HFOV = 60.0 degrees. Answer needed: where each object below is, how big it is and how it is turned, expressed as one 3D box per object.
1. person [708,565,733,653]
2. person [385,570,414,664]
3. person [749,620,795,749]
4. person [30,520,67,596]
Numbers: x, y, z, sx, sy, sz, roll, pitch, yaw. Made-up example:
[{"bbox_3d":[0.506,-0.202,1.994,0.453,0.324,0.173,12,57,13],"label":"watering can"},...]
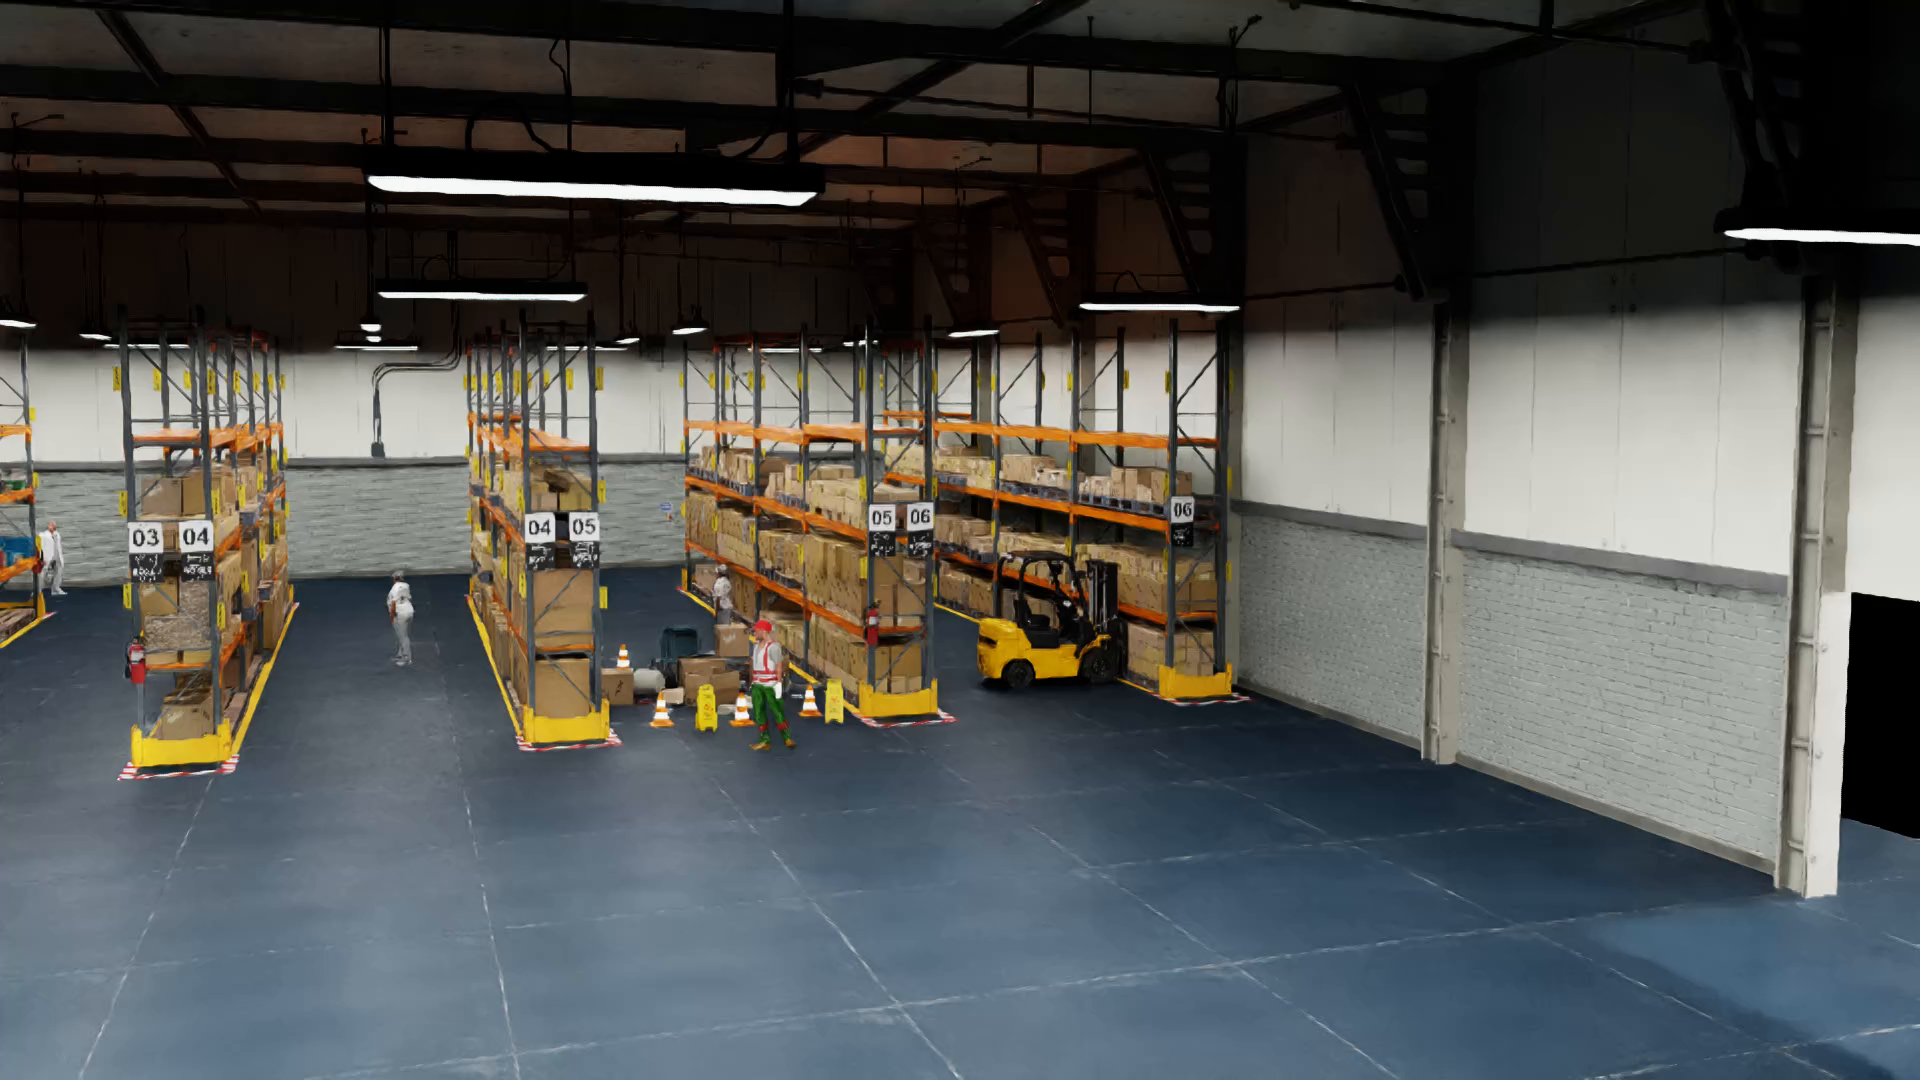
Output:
[{"bbox_3d":[-4.359,1.284,30.347,0.549,1.662,0.582,1,5,6],"label":"person"},{"bbox_3d":[-10.001,1.356,29.649,0.556,1.656,0.606,1,5,8],"label":"person"},{"bbox_3d":[-2.606,1.966,22.789,0.646,1.781,0.553,5,7,41],"label":"person"},{"bbox_3d":[-21.439,0.423,39.013,0.510,1.776,0.764,3,6,28],"label":"person"}]
